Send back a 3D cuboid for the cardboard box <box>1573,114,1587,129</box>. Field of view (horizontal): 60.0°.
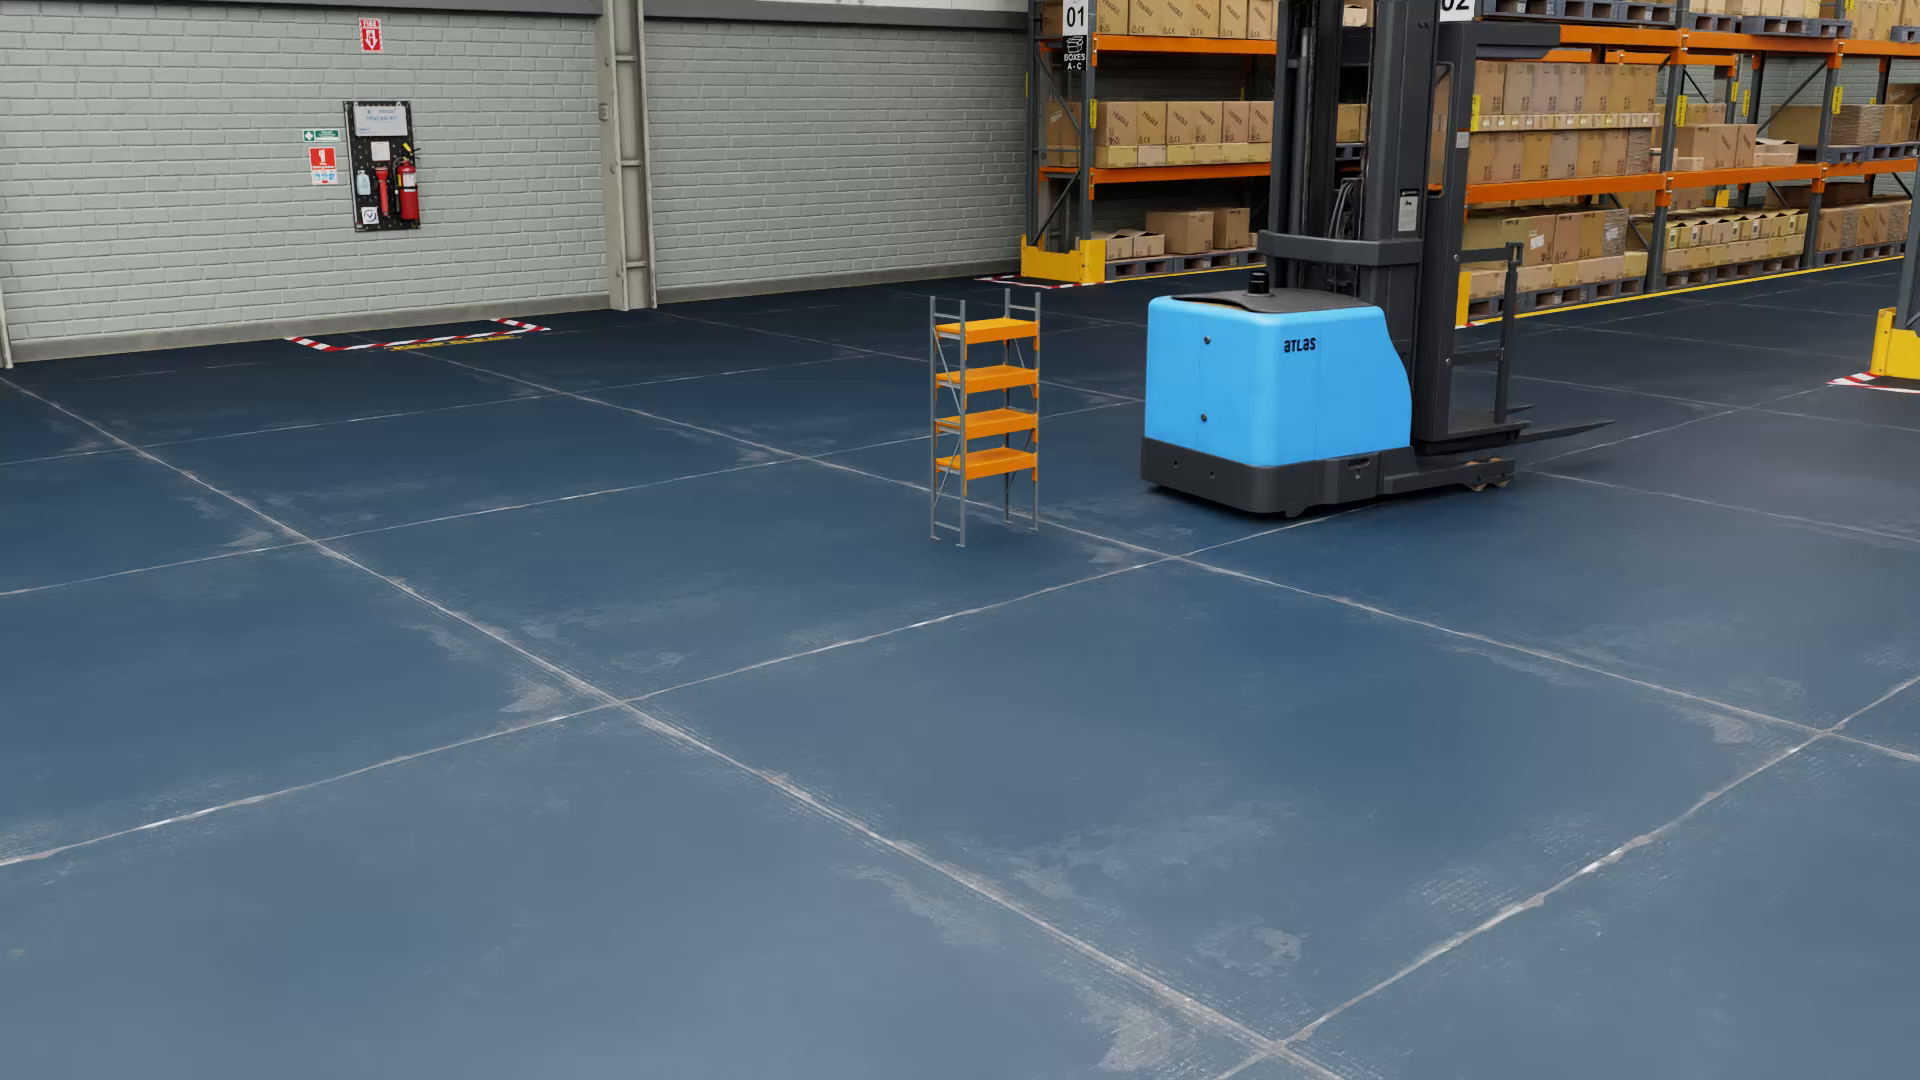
[{"bbox_3d":[6.223,-4.316,17.143,0.250,0.149,0.380,-12,19,-38],"label":"cardboard box"}]

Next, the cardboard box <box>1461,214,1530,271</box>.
[{"bbox_3d":[5.354,-2.994,16.707,0.500,0.500,0.500,-13,19,-39],"label":"cardboard box"}]

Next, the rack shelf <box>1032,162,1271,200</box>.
[{"bbox_3d":[2.682,-4.579,20.976,4.000,0.370,1.077,-13,19,-39],"label":"rack shelf"}]

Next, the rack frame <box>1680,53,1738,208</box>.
[{"bbox_3d":[13.243,-7.299,29.762,0.127,3.000,1.000,-13,19,-39],"label":"rack frame"}]

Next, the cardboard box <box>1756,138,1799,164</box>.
[{"bbox_3d":[10.159,-4.884,20.893,0.500,0.311,0.500,-11,19,-36],"label":"cardboard box"}]

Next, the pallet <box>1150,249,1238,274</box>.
[{"bbox_3d":[2.786,-3.590,21.282,1.213,0.211,1.003,-13,19,-39],"label":"pallet"}]

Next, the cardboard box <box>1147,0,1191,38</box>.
[{"bbox_3d":[2.407,-6.276,19.889,0.500,0.500,0.500,-12,19,-37],"label":"cardboard box"}]

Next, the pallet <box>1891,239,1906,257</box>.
[{"bbox_3d":[12.891,-4.165,23.434,1.213,0.211,1.003,-13,19,-39],"label":"pallet"}]

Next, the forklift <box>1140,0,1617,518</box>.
[{"bbox_3d":[2.530,-1.793,9.284,3.031,2.935,1.130,-9,17,-31],"label":"forklift"}]

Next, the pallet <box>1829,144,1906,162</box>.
[{"bbox_3d":[11.927,-5.217,22.342,1.213,0.211,1.003,-13,19,-39],"label":"pallet"}]

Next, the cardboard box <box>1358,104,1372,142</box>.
[{"bbox_3d":[5.499,-5.817,23.169,0.500,0.500,0.700,-10,18,-32],"label":"cardboard box"}]

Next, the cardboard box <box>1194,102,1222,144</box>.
[{"bbox_3d":[2.885,-5.168,20.584,0.500,0.500,0.500,-12,19,-38],"label":"cardboard box"}]

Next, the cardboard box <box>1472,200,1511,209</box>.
[{"bbox_3d":[7.849,-5.207,25.282,0.750,0.750,0.750,-13,20,-40],"label":"cardboard box"}]

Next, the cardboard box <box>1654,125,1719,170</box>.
[{"bbox_3d":[8.432,-4.567,19.340,0.500,0.500,0.500,-11,18,-35],"label":"cardboard box"}]

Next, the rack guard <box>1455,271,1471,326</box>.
[{"bbox_3d":[4.409,-2.413,16.314,0.348,0.500,1.175,-13,19,-39],"label":"rack guard"}]

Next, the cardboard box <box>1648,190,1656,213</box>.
[{"bbox_3d":[11.627,-5.894,28.533,0.500,0.500,0.700,-12,19,-38],"label":"cardboard box"}]

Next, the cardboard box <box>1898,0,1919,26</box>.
[{"bbox_3d":[12.562,-7.217,22.444,0.600,0.600,0.600,-13,20,-40],"label":"cardboard box"}]

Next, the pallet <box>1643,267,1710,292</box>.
[{"bbox_3d":[7.975,-3.087,19.399,1.213,0.211,1.003,-13,19,-39],"label":"pallet"}]

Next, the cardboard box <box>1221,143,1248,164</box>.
[{"bbox_3d":[3.281,-4.893,21.007,0.500,0.250,0.500,-13,20,-40],"label":"cardboard box"}]

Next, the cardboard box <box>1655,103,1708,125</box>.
[{"bbox_3d":[12.323,-7.230,28.923,0.700,0.700,0.980,-13,20,-40],"label":"cardboard box"}]

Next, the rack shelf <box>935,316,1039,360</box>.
[{"bbox_3d":[0.125,-0.987,8.099,0.480,0.148,0.258,-13,19,-39],"label":"rack shelf"}]

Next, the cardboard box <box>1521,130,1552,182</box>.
[{"bbox_3d":[5.559,-3.922,16.928,0.500,0.500,0.700,-12,19,-39],"label":"cardboard box"}]

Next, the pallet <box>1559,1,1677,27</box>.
[{"bbox_3d":[6.819,-5.559,17.608,1.213,0.211,1.003,-13,19,-39],"label":"pallet"}]

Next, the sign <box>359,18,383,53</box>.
[{"bbox_3d":[-5.354,-4.586,15.113,0.199,0.298,0.001,-13,19,-39],"label":"sign"}]

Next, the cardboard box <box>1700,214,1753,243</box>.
[{"bbox_3d":[9.079,-3.730,19.828,0.500,0.311,0.500,-12,19,-38],"label":"cardboard box"}]

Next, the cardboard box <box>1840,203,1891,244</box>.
[{"bbox_3d":[12.157,-4.269,22.412,0.500,0.500,0.500,-14,20,-41],"label":"cardboard box"}]

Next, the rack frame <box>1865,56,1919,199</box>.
[{"bbox_3d":[13.480,-5.657,23.617,0.127,3.000,1.000,-13,19,-39],"label":"rack frame"}]

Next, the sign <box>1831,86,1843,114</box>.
[{"bbox_3d":[10.829,-5.432,20.528,0.005,0.325,0.100,-13,19,-39],"label":"sign"}]

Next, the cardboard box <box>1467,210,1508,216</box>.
[{"bbox_3d":[5.381,-3.182,17.412,0.500,0.500,0.500,-13,19,-39],"label":"cardboard box"}]

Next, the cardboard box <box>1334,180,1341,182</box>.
[{"bbox_3d":[5.455,-4.925,23.414,0.500,0.250,0.500,-13,20,-41],"label":"cardboard box"}]

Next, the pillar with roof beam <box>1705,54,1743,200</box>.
[{"bbox_3d":[17.538,-9.985,28.193,0.400,9.000,9.100,-13,19,-39],"label":"pillar with roof beam"}]

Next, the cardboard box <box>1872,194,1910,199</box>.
[{"bbox_3d":[13.724,-4.814,24.451,0.500,0.500,0.500,-13,19,-39],"label":"cardboard box"}]

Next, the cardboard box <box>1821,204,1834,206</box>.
[{"bbox_3d":[11.405,-4.276,22.438,0.500,0.500,0.500,-14,20,-41],"label":"cardboard box"}]

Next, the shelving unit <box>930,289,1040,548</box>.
[{"bbox_3d":[0.125,-0.608,8.200,0.503,1.200,0.258,-13,19,-39],"label":"shelving unit"}]

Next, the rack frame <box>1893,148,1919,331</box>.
[{"bbox_3d":[7.676,-2.660,12.394,0.127,3.000,1.000,-13,19,-39],"label":"rack frame"}]

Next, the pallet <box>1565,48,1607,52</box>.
[{"bbox_3d":[9.566,-7.813,26.245,1.217,0.209,0.805,-14,20,-42],"label":"pallet"}]

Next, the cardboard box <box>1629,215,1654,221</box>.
[{"bbox_3d":[7.951,-3.661,19.572,0.500,0.311,0.500,-12,19,-38],"label":"cardboard box"}]

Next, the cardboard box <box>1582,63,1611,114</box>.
[{"bbox_3d":[6.356,-4.730,17.439,0.500,0.500,0.700,-13,20,-39],"label":"cardboard box"}]

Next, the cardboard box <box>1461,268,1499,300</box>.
[{"bbox_3d":[4.978,-2.546,16.485,0.500,0.250,0.500,-13,19,-39],"label":"cardboard box"}]

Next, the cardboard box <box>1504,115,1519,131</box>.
[{"bbox_3d":[5.251,-4.098,16.329,0.250,0.149,0.380,-13,19,-39],"label":"cardboard box"}]

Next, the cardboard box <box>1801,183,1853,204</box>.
[{"bbox_3d":[11.823,-4.736,22.704,0.500,0.250,0.500,-13,20,-40],"label":"cardboard box"}]

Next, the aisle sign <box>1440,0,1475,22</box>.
[{"bbox_3d":[4.579,-4.810,15.406,0.004,0.787,0.394,-13,19,-39],"label":"aisle sign"}]

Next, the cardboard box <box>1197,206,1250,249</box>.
[{"bbox_3d":[3.434,-4.087,21.730,0.500,0.500,0.500,14,21,43],"label":"cardboard box"}]

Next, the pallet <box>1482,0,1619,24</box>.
[{"bbox_3d":[5.899,-5.353,16.838,1.213,0.211,1.003,-13,19,-39],"label":"pallet"}]

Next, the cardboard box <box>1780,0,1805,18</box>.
[{"bbox_3d":[9.774,-6.379,19.984,0.500,0.250,0.500,-12,19,-38],"label":"cardboard box"}]

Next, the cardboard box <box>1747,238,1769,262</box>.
[{"bbox_3d":[9.458,-3.545,20.223,0.500,0.250,0.500,-12,19,-38],"label":"cardboard box"}]

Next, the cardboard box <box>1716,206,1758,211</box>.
[{"bbox_3d":[9.875,-4.094,21.190,0.500,0.311,0.500,-12,19,-38],"label":"cardboard box"}]

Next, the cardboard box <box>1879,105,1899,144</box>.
[{"bbox_3d":[12.188,-5.597,22.385,0.700,0.500,0.500,10,18,33],"label":"cardboard box"}]

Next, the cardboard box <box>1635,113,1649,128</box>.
[{"bbox_3d":[7.193,-4.535,17.963,0.250,0.149,0.380,-13,20,-41],"label":"cardboard box"}]

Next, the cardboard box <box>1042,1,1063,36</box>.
[{"bbox_3d":[1.321,-6.215,19.661,0.500,0.500,0.500,-11,18,-35],"label":"cardboard box"}]

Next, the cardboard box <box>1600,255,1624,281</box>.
[{"bbox_3d":[6.855,-2.973,18.081,0.500,0.250,0.500,-13,19,-39],"label":"cardboard box"}]

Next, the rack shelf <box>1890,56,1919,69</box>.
[{"bbox_3d":[14.989,-7.098,24.591,4.000,0.370,1.077,-13,19,-39],"label":"rack shelf"}]
